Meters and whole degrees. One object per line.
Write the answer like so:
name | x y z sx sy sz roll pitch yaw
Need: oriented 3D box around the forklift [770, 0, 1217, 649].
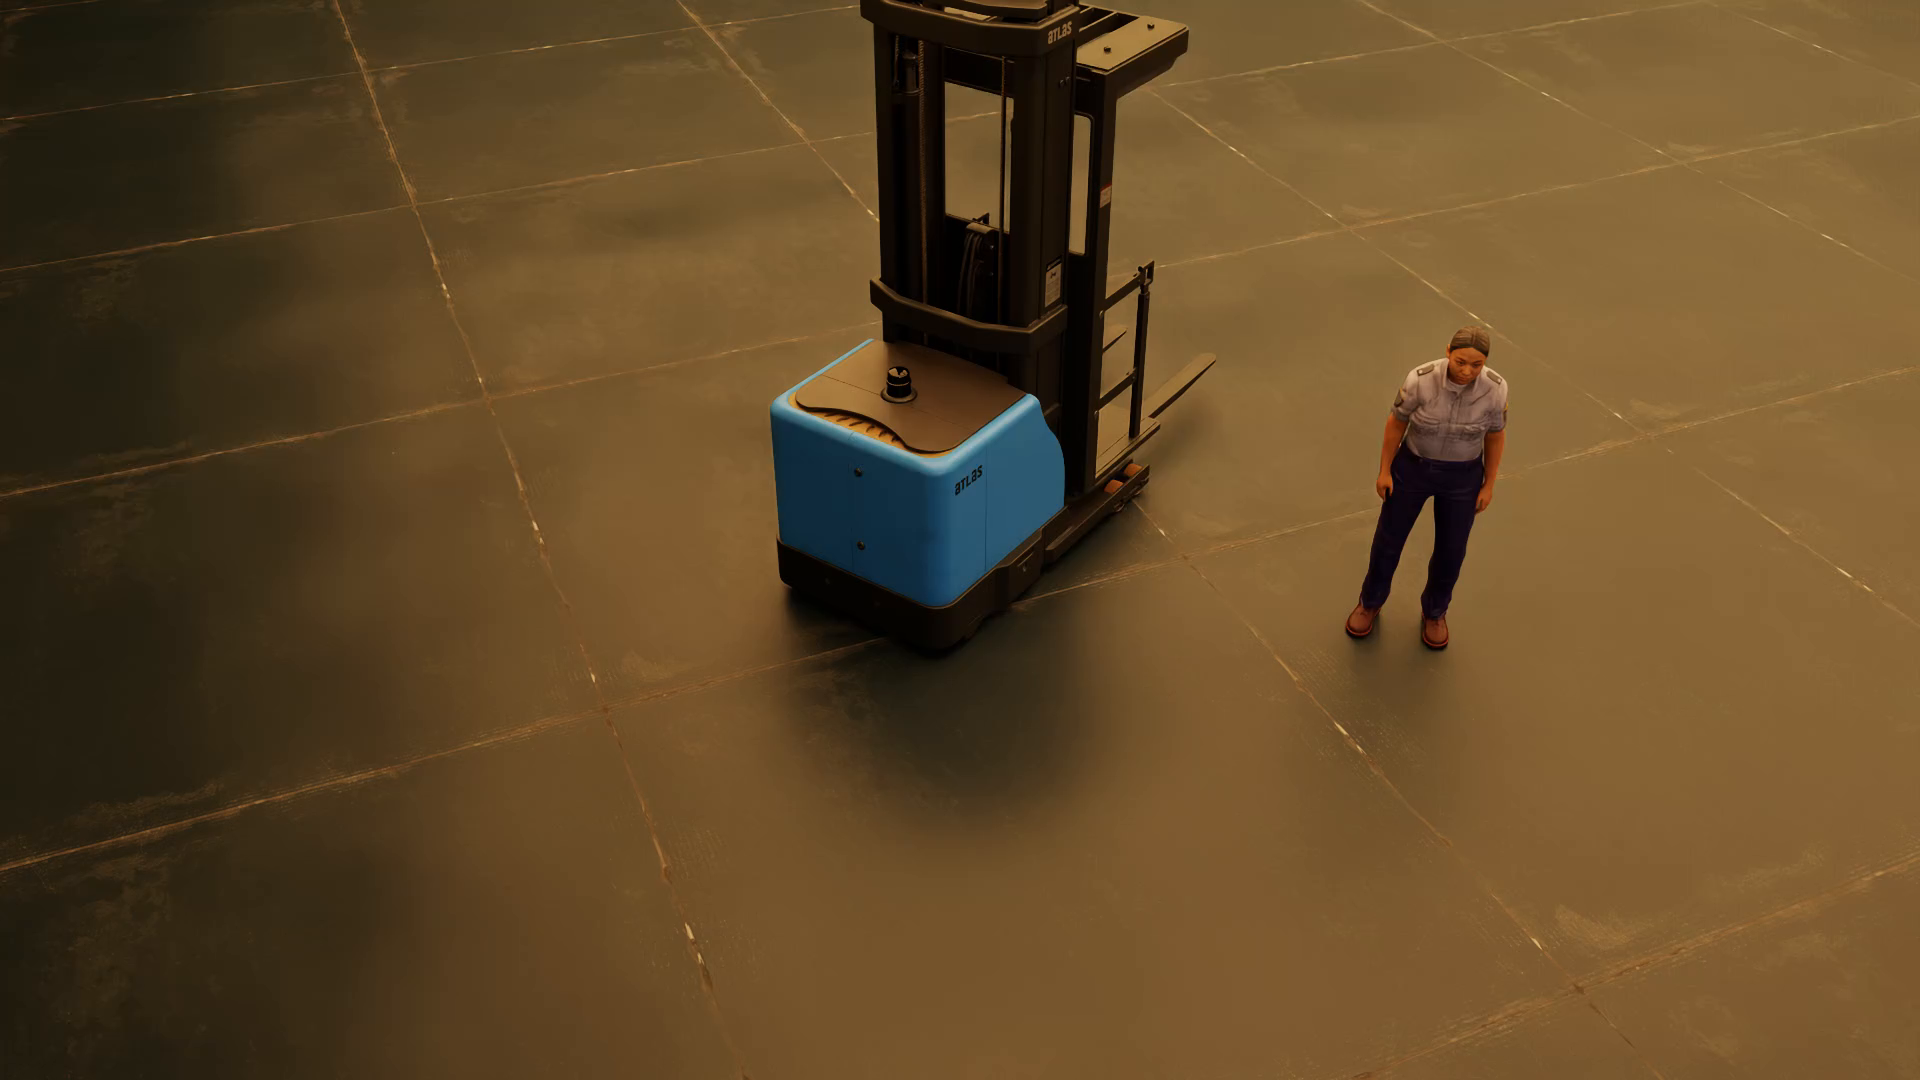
forklift | 0.364 -1.492 8.197 1.130 2.935 3.031 22 41 28

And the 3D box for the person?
person | 2.158 -0.271 7.591 0.556 1.646 0.369 8 36 11
